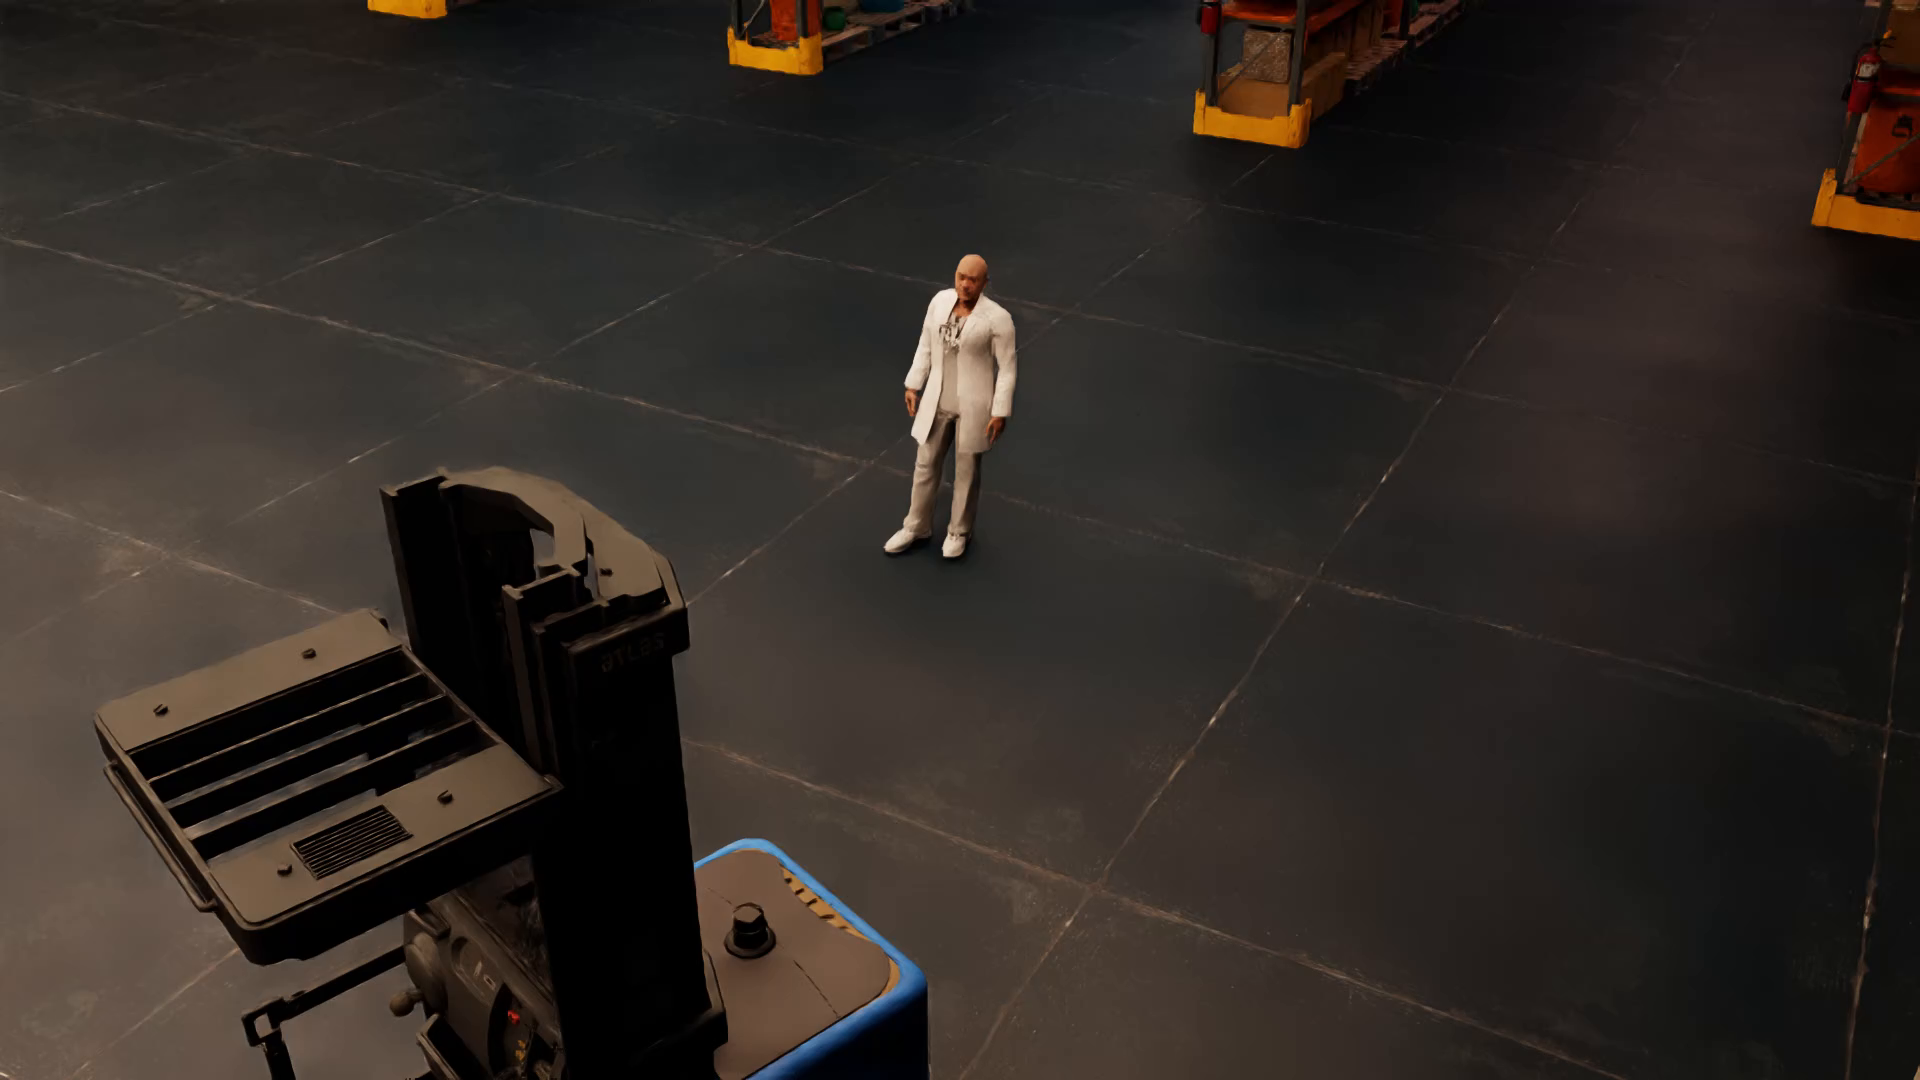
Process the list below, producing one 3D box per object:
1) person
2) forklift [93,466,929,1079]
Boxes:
[{"bbox_3d":[-0.048,-0.738,9.488,0.694,1.776,0.579,15,33,25],"label":"person"},{"bbox_3d":[-1.534,1.379,4.681,3.031,2.935,1.130,-24,37,-35],"label":"forklift"}]
